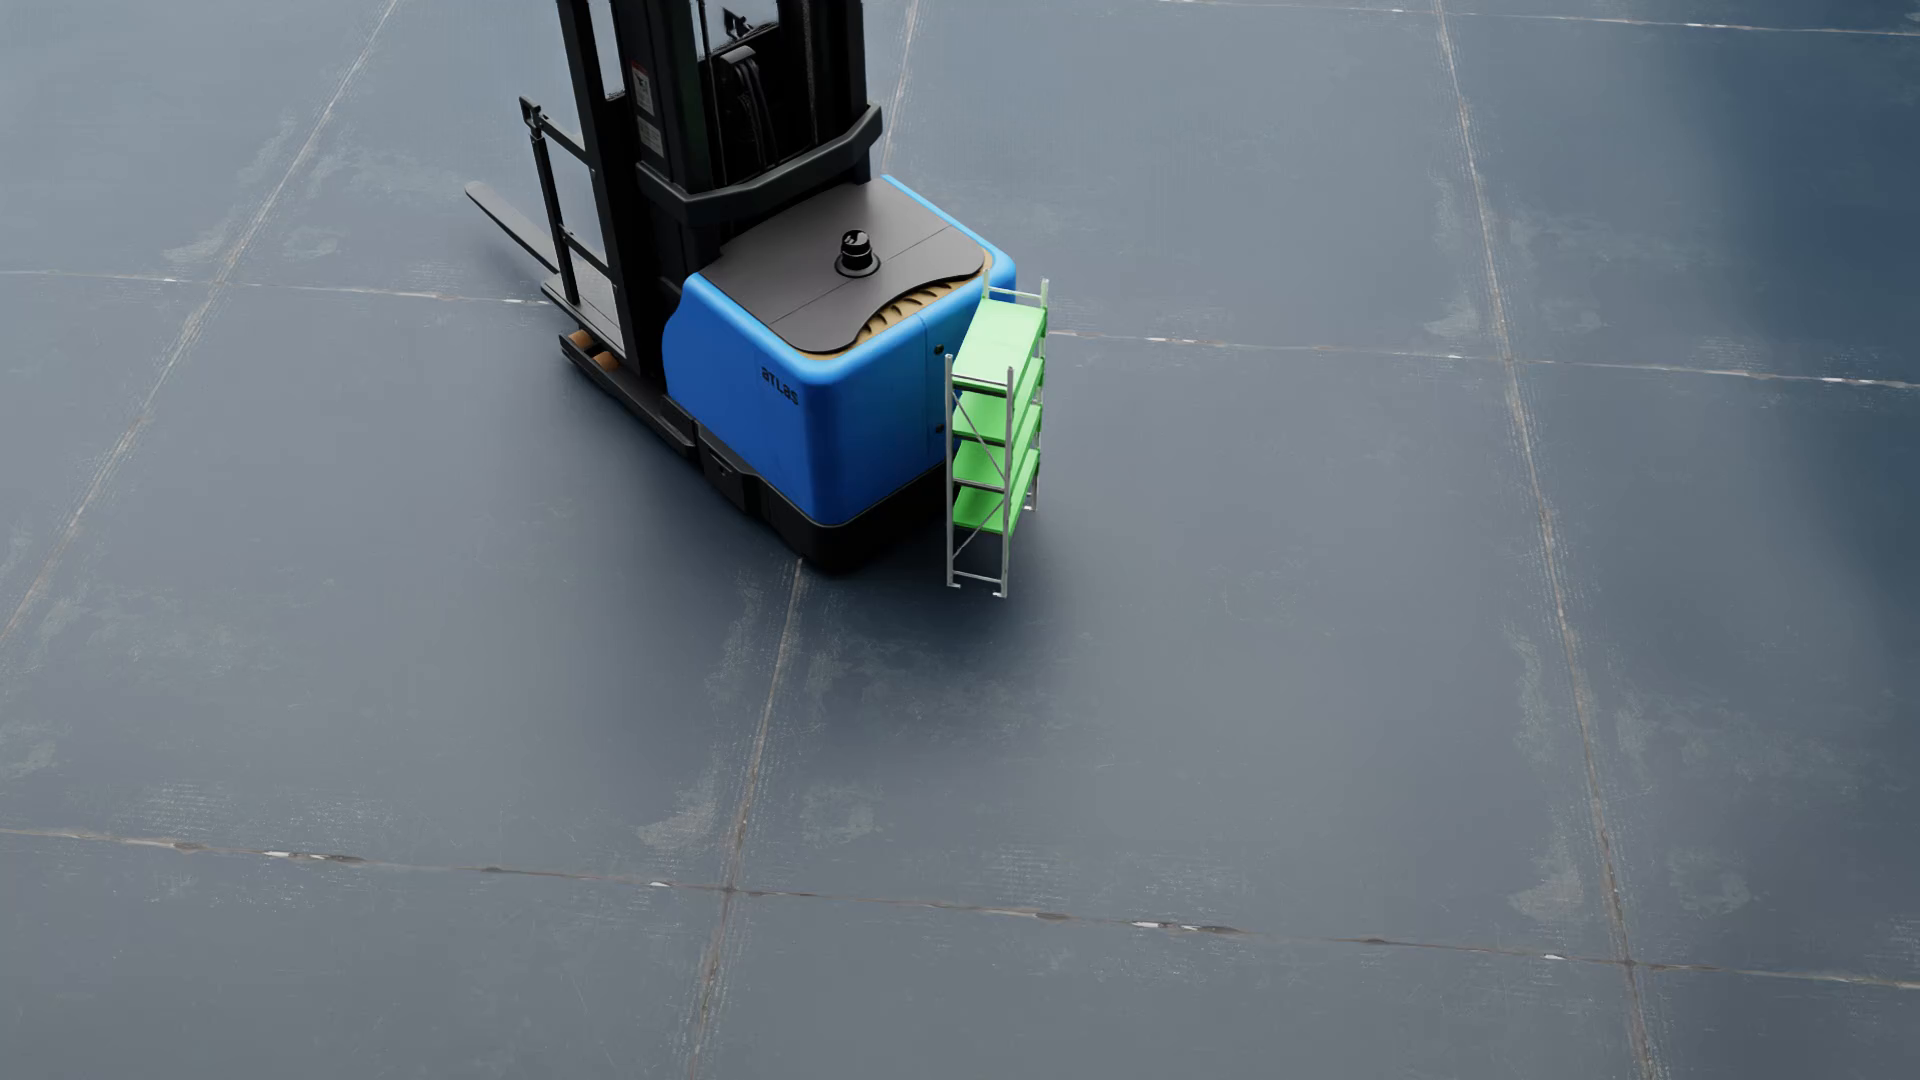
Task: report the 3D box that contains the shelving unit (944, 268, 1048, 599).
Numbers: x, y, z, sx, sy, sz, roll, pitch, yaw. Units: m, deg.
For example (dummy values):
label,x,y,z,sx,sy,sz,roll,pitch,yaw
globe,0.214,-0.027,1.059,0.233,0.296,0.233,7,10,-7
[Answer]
label,x,y,z,sx,sy,sz,roll,pitch,yaw
shelving unit,0.134,-0.377,6.282,0.258,1.200,0.503,12,49,11

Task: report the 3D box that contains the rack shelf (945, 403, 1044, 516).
label,x,y,z,sx,sy,sz,roll,pitch,yaw
rack shelf,0.134,-0.334,6.329,0.258,0.148,0.480,12,49,11

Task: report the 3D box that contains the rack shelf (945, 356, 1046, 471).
label,x,y,z,sx,sy,sz,roll,pitch,yaw
rack shelf,0.134,-0.496,6.152,0.258,0.148,0.480,12,49,11

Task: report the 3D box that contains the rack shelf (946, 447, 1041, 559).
label,x,y,z,sx,sy,sz,roll,pitch,yaw
rack shelf,0.134,-0.172,6.506,0.258,0.148,0.480,12,49,11

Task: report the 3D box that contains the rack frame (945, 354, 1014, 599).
label,x,y,z,sx,sy,sz,roll,pitch,yaw
rack frame,0.067,-0.204,6.123,0.240,1.200,0.015,12,49,11

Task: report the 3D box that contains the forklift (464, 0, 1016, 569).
label,x,y,z,sx,sy,sz,roll,pitch,yaw
forklift,-1.130,-1.882,6.485,1.130,2.935,3.031,-34,56,-27

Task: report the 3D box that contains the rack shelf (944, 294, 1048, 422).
label,x,y,z,sx,sy,sz,roll,pitch,yaw
rack shelf,0.134,-0.658,5.975,0.258,0.148,0.480,12,49,11

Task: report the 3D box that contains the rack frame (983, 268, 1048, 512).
label,x,y,z,sx,sy,sz,roll,pitch,yaw
rack frame,0.200,-0.550,6.440,0.240,1.200,0.015,12,49,11
